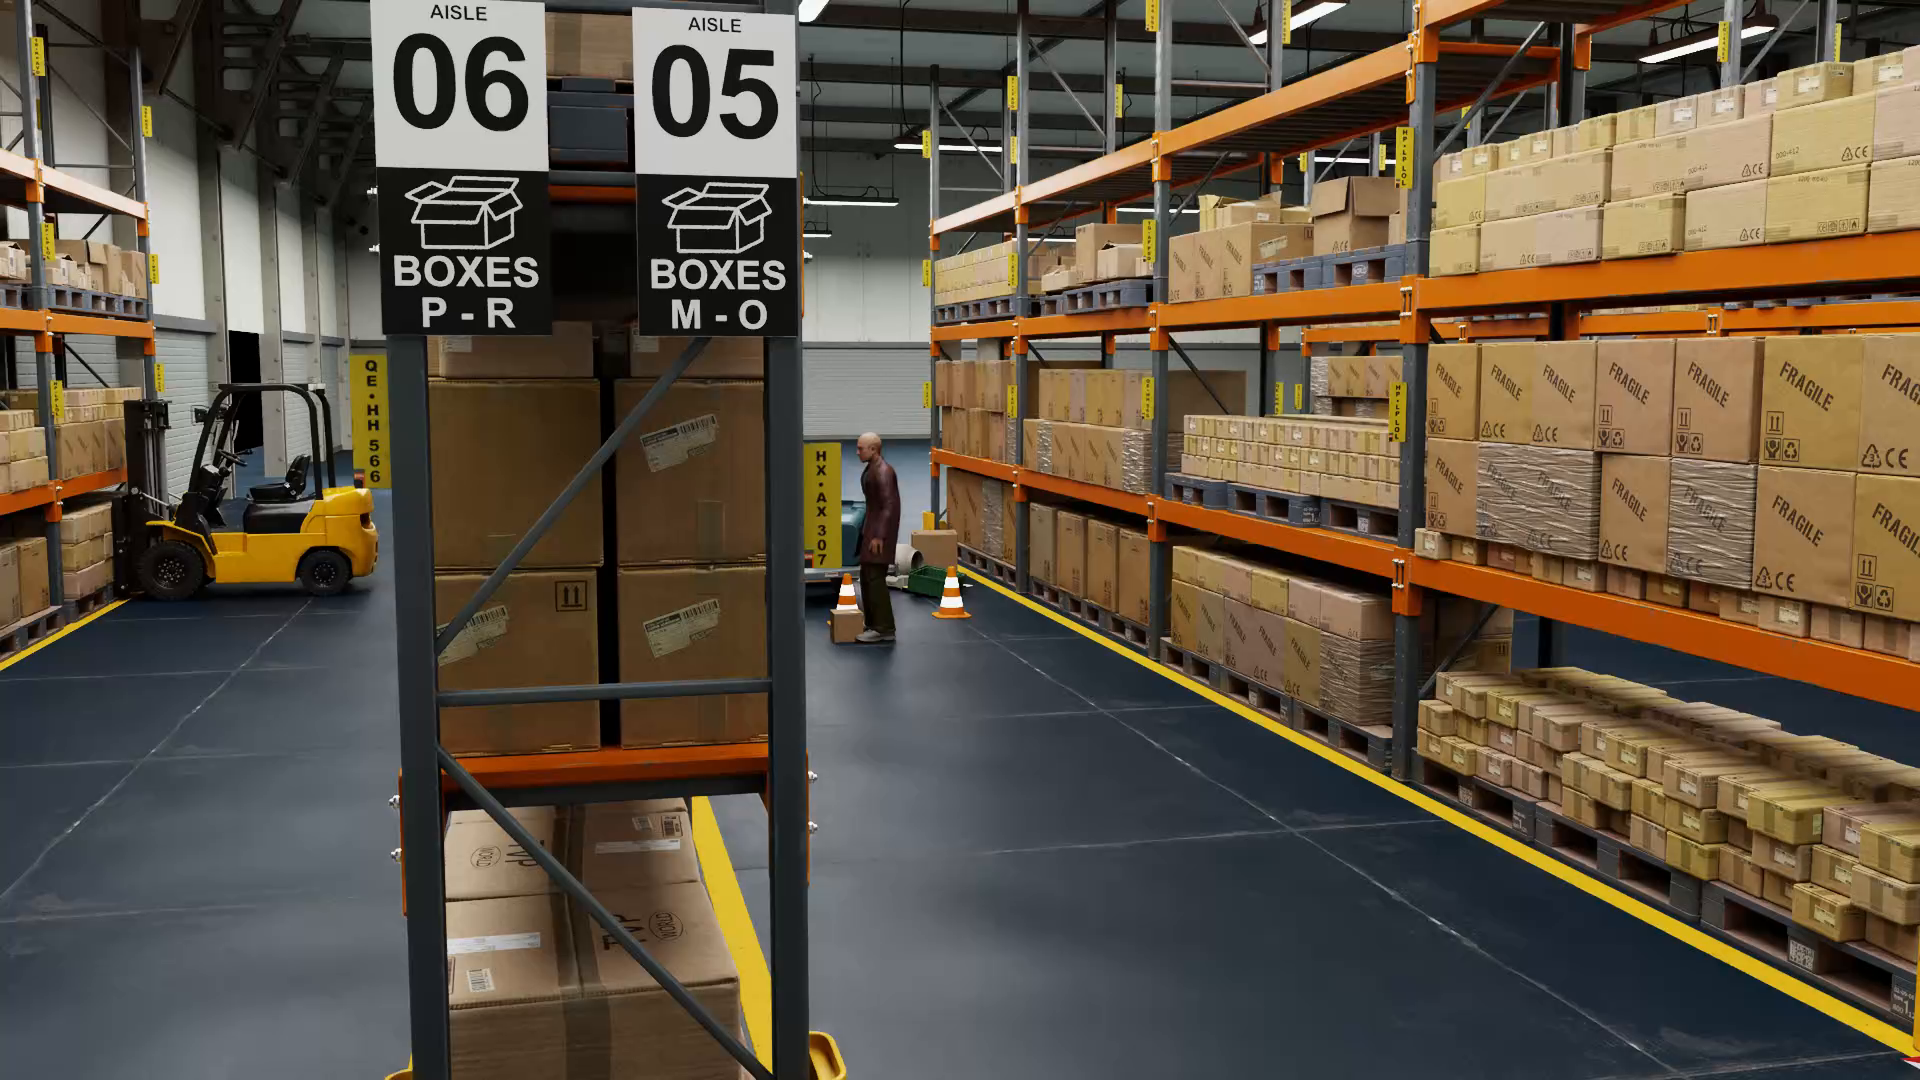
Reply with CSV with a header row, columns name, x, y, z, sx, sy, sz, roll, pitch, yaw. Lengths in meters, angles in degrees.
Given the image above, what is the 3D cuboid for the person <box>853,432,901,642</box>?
name,x,y,z,sx,sy,sz,roll,pitch,yaw
person,-0.726,-0.033,14.200,0.424,1.773,0.641,-2,6,-16
